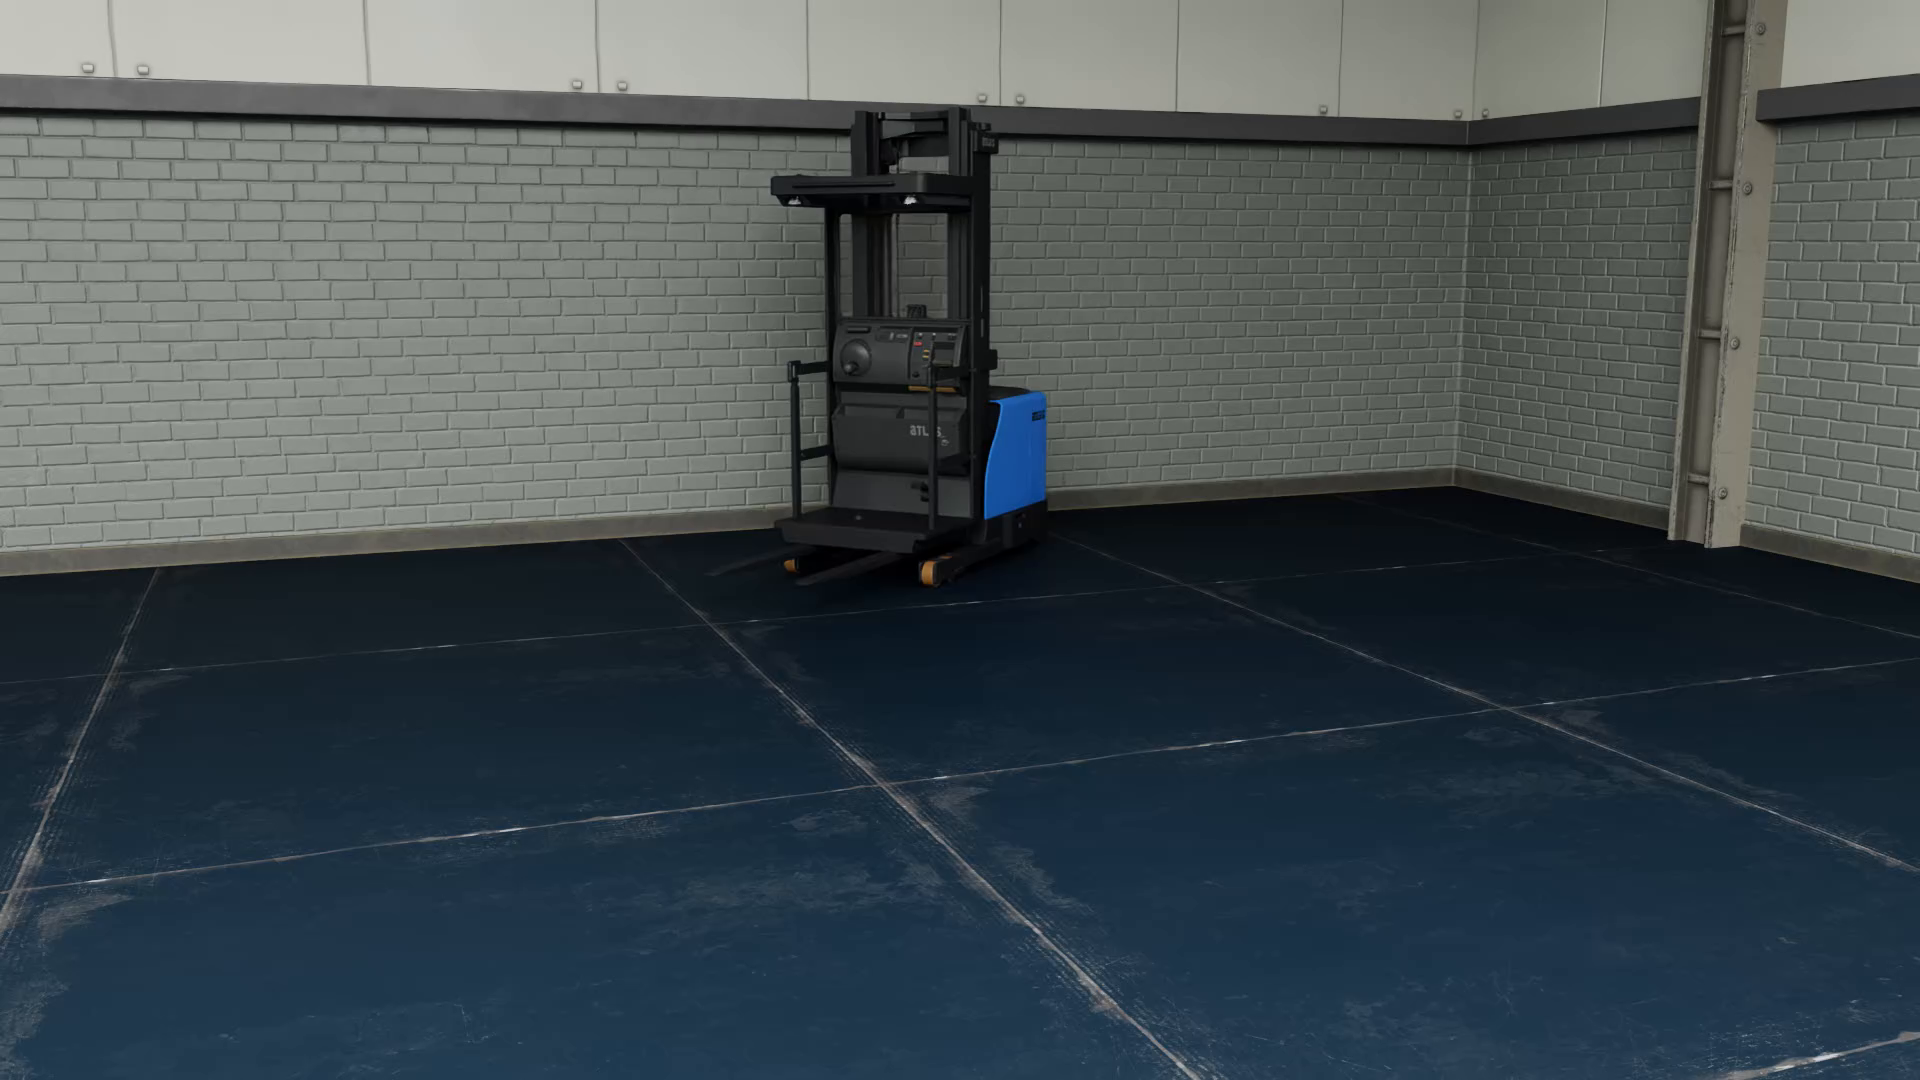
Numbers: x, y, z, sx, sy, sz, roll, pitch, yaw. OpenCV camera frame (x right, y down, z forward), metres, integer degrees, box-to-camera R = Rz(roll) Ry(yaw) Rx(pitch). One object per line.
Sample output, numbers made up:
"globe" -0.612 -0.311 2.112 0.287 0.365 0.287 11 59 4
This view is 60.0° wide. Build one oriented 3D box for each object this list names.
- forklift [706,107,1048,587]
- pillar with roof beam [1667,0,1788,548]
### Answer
"forklift" -0.489 -1.239 10.519 1.130 2.935 3.031 5 11 26
"pillar with roof beam" 1.287 -4.142 9.512 9.100 9.000 0.400 -4 11 -21
